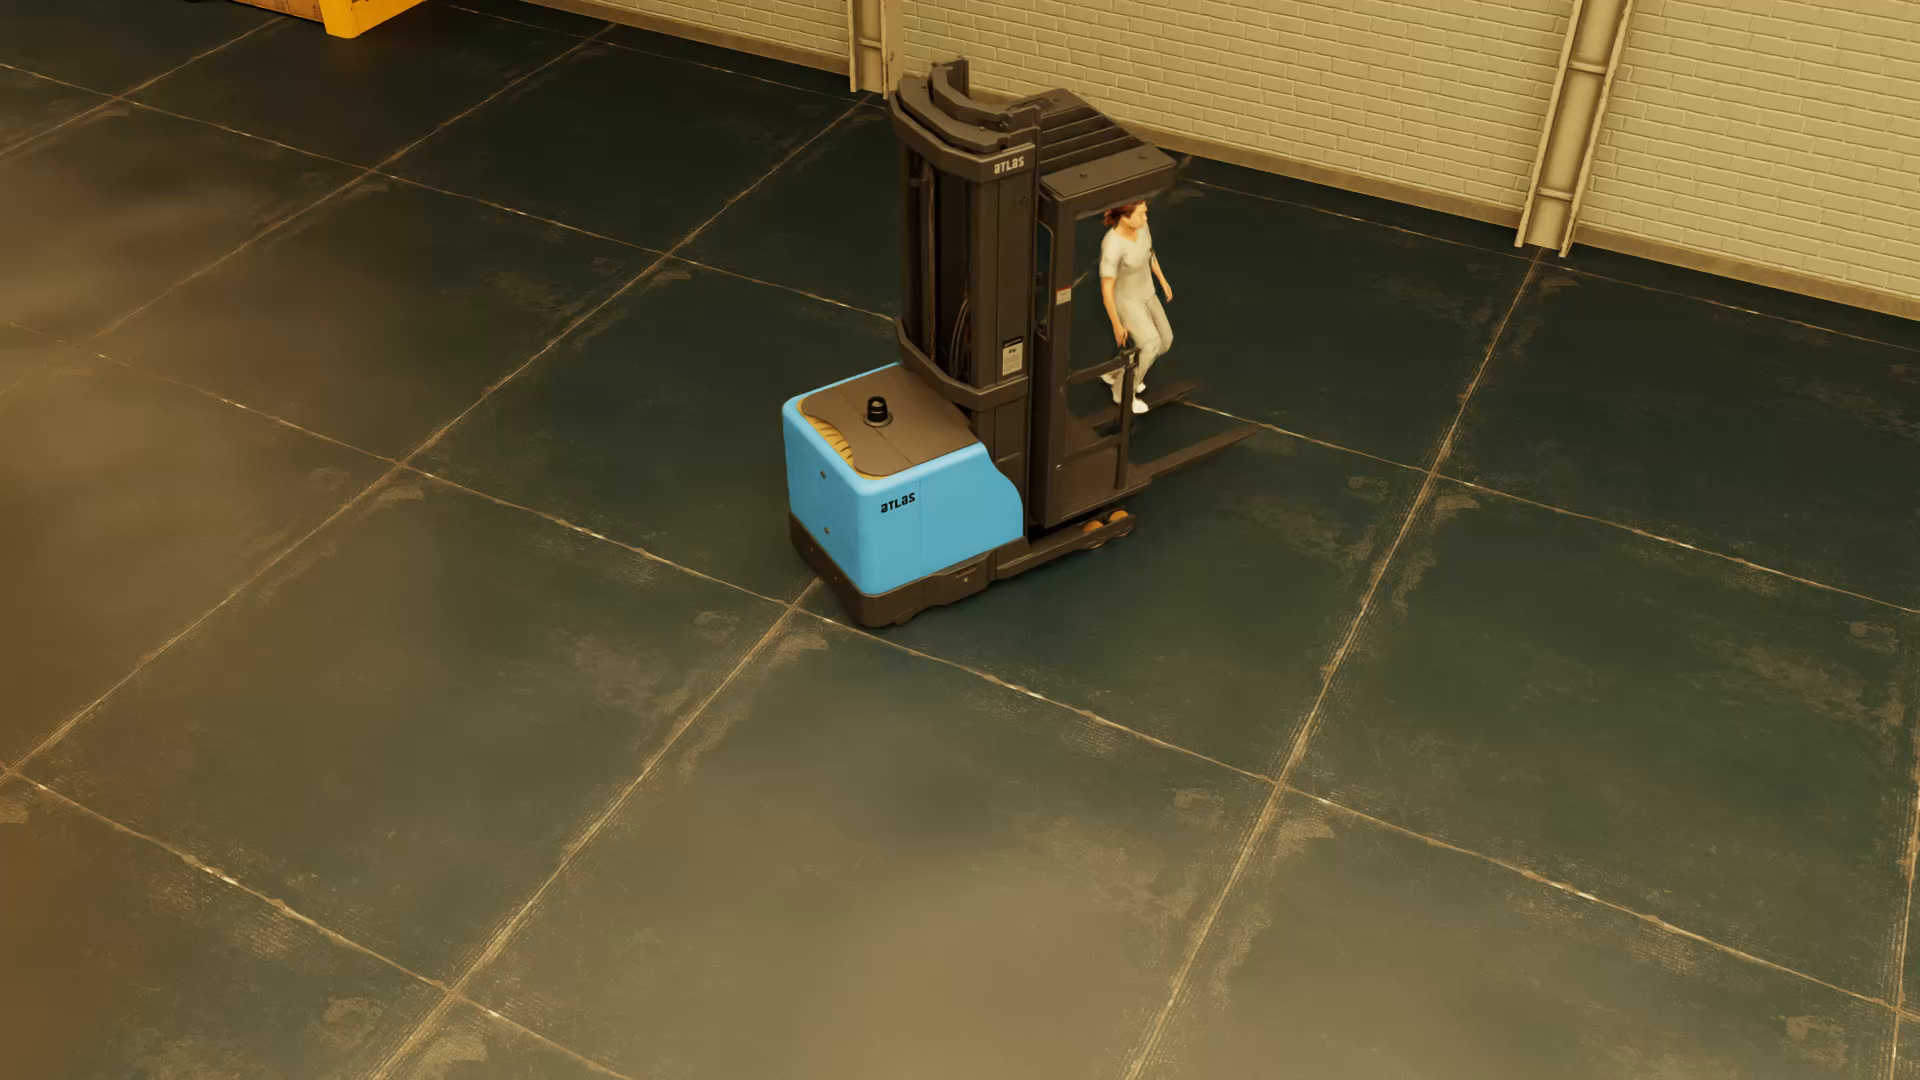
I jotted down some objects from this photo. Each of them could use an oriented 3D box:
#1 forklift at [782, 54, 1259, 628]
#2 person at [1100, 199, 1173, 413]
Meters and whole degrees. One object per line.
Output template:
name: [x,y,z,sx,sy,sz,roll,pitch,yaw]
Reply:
forklift: [0.482,-1.339,9.576,3.031,2.935,1.130,-22,45,-24]
person: [1.162,-1.530,10.802,0.620,1.549,0.654,28,47,29]
